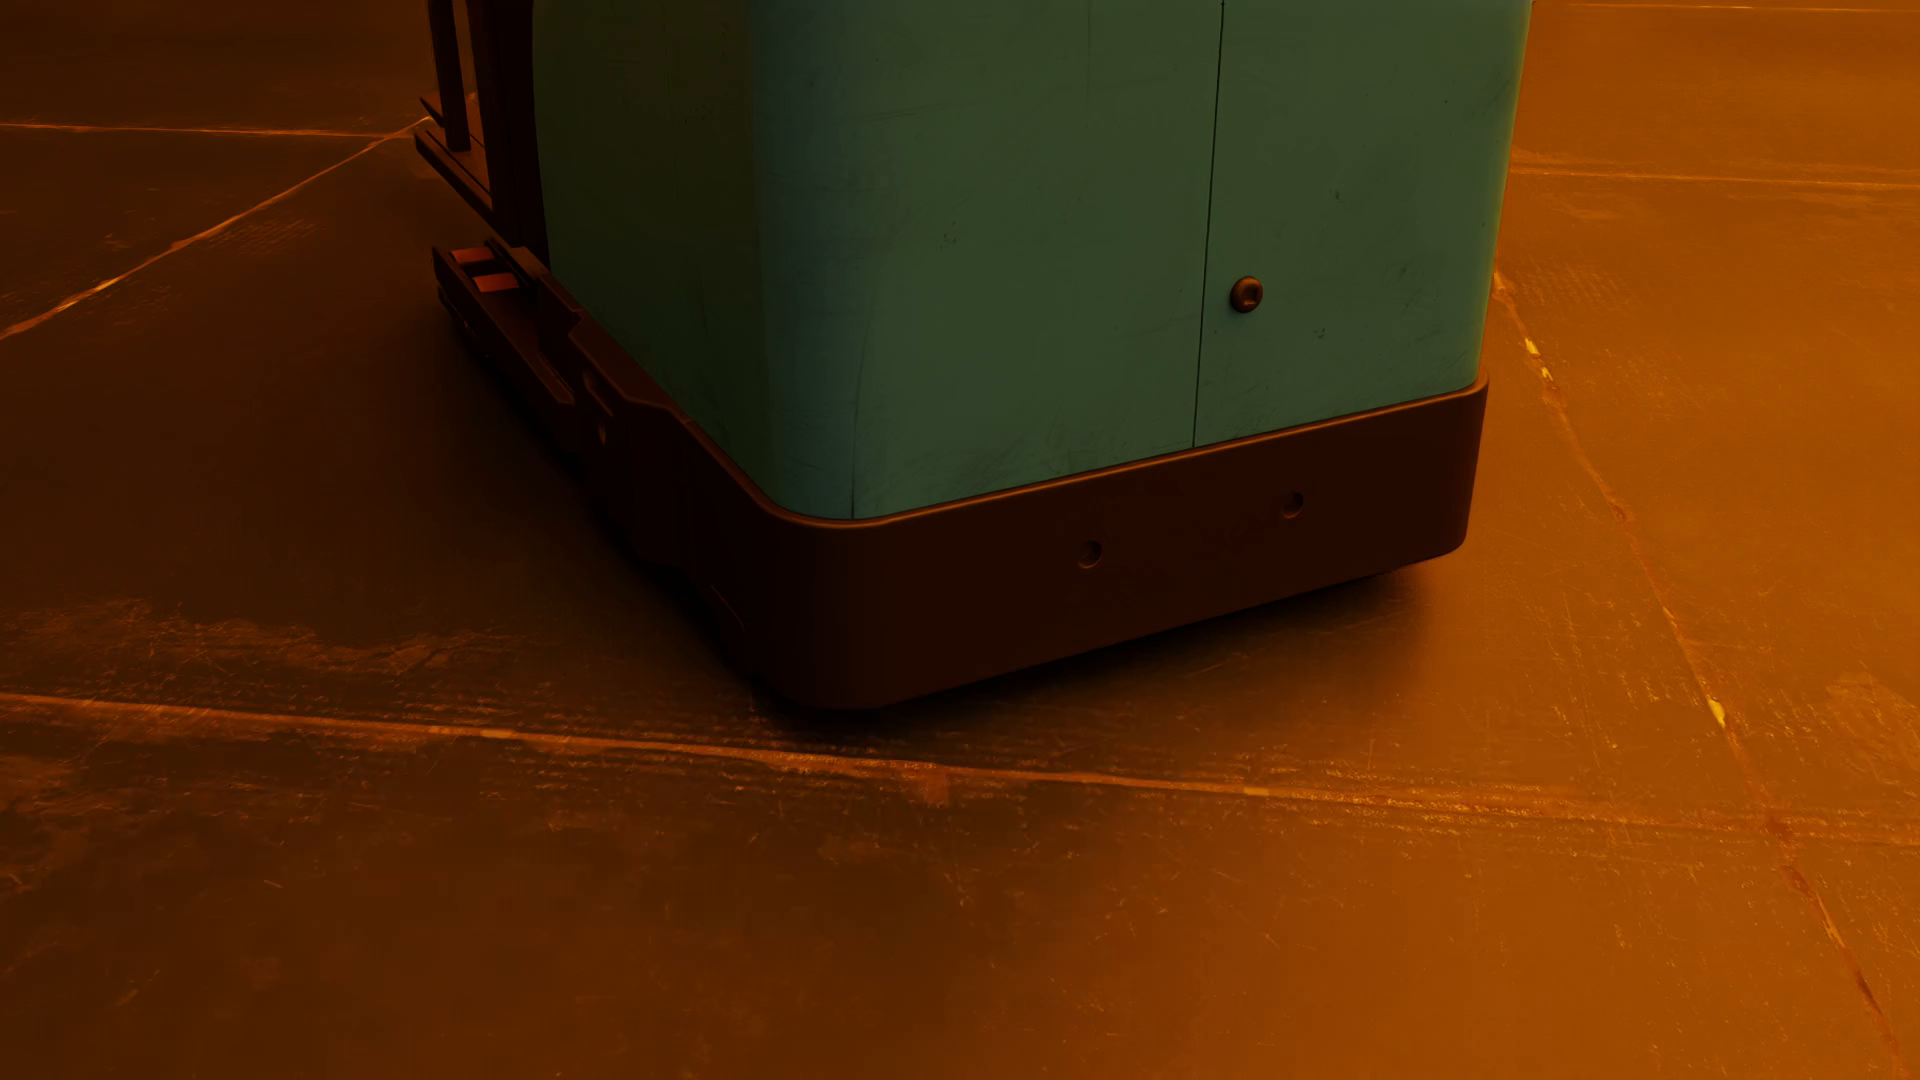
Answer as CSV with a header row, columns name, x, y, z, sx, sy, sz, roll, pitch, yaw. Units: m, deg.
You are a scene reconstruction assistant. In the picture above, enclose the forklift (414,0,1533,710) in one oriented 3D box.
name,x,y,z,sx,sy,sz,roll,pitch,yaw
forklift,-0.404,-1.739,2.703,1.130,2.935,3.031,-13,29,-24
